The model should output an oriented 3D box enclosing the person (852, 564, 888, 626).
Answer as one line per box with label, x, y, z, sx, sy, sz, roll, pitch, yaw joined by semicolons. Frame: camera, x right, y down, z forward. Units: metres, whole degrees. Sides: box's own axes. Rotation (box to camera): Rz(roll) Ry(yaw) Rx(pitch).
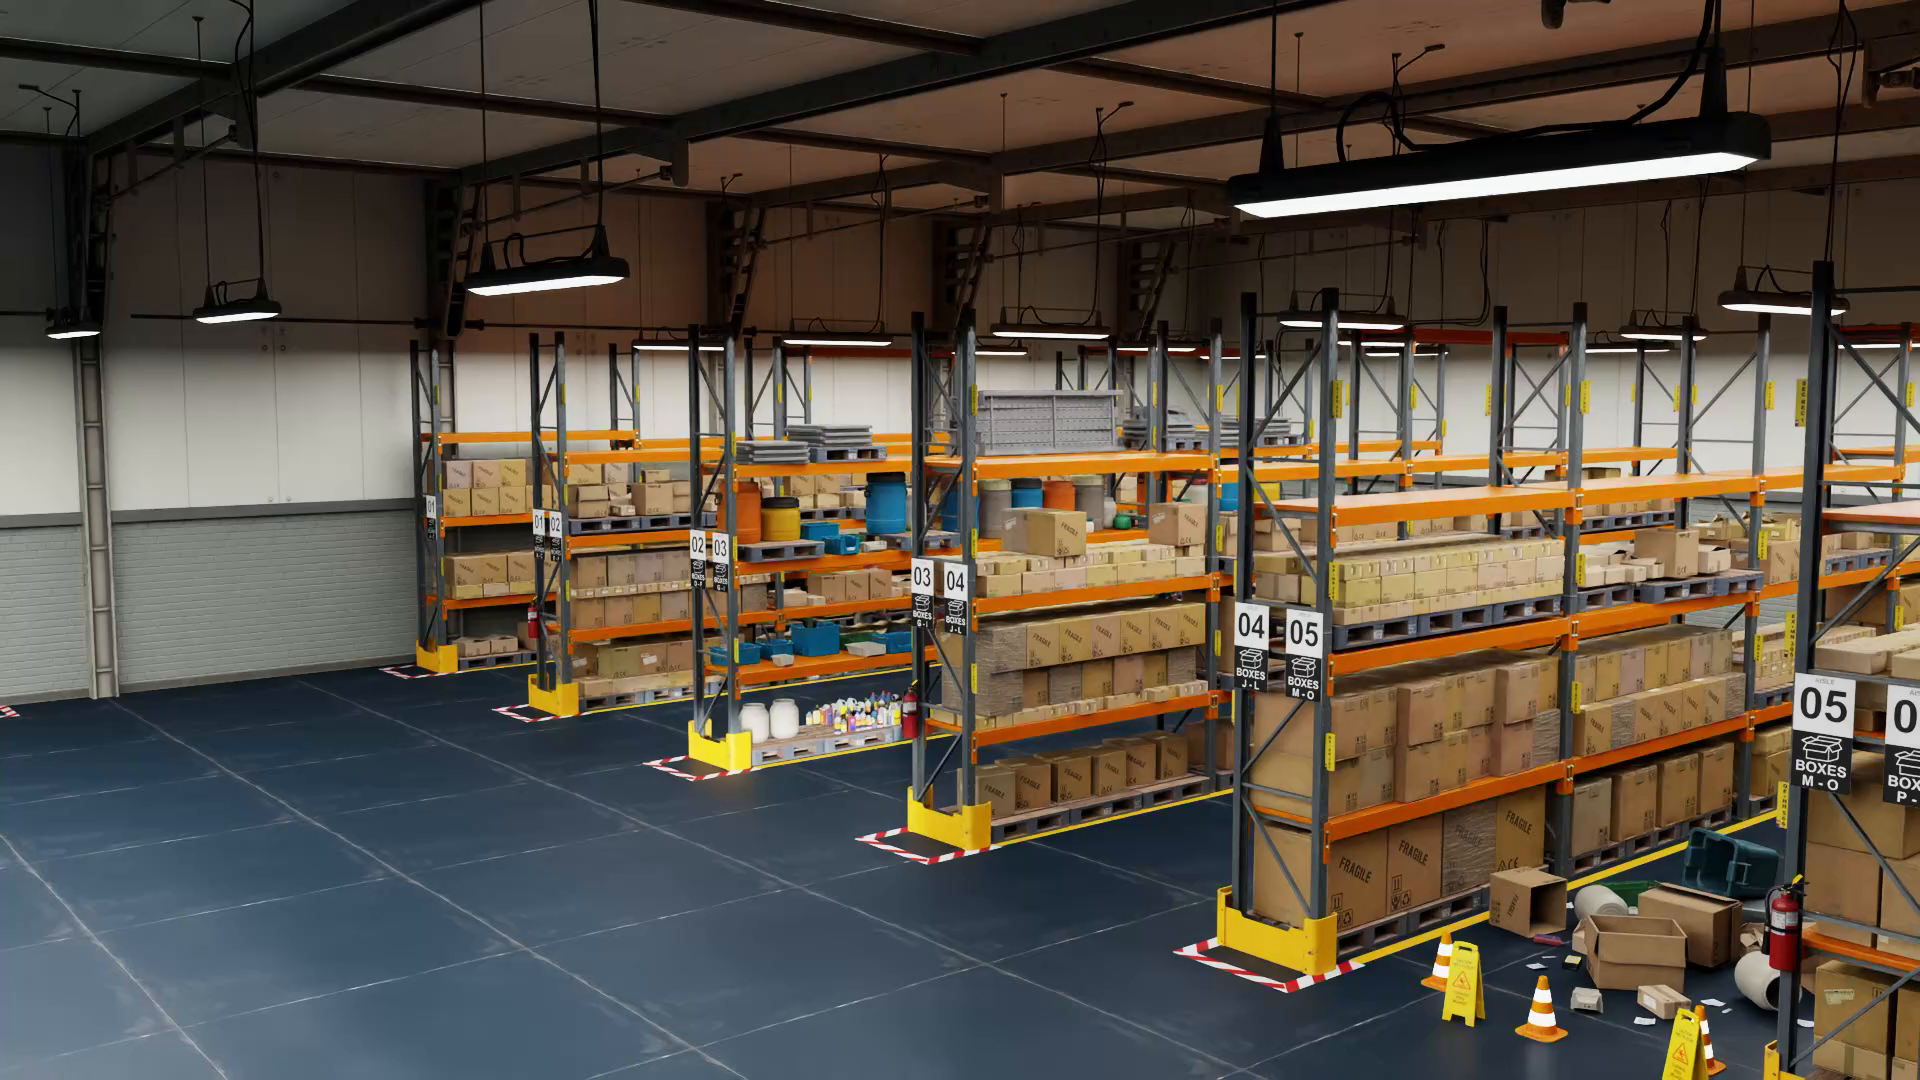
person;-1.924;1.158;34.467;0.621;1.575;1.062;5;7;41
